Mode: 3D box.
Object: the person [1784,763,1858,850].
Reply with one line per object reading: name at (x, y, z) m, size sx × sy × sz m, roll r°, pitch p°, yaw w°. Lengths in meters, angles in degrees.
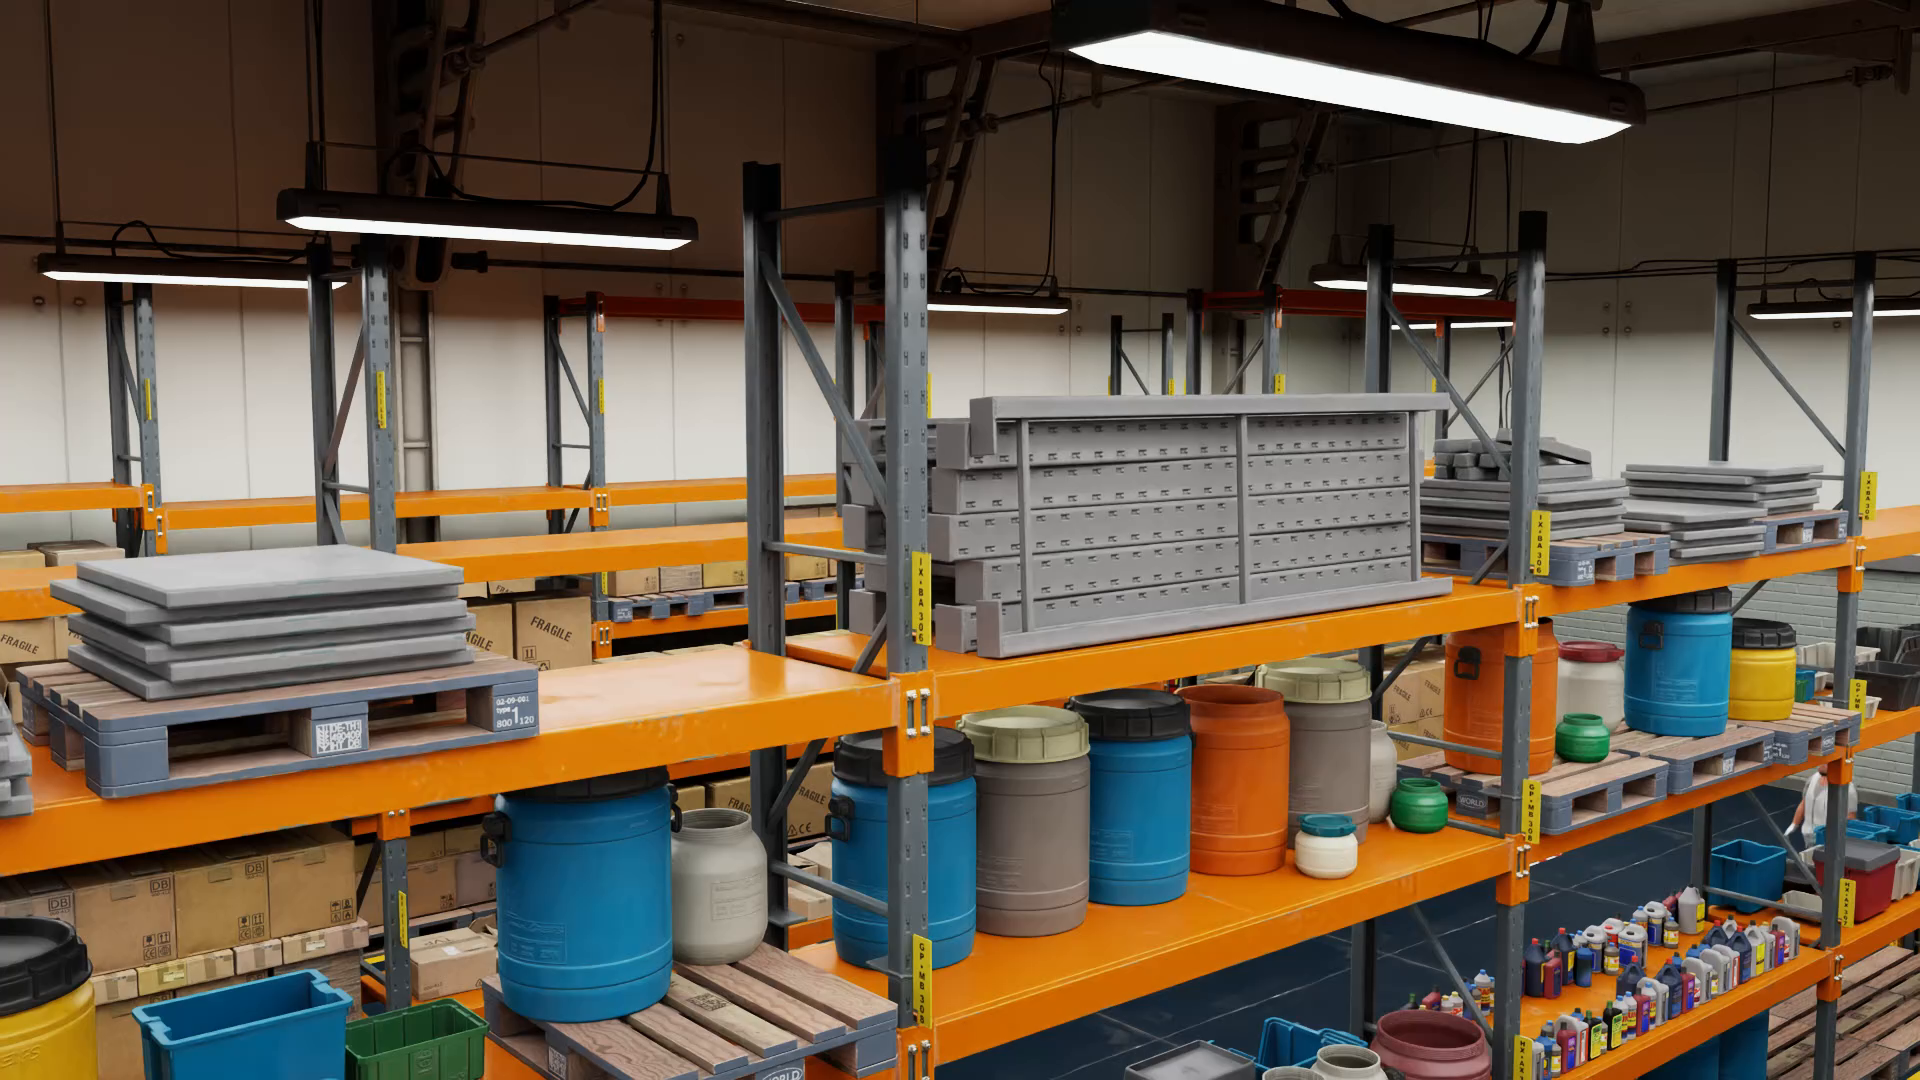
person at (8.109, 2.789, 15.654) m, size 1.071 × 1.745 × 0.642 m, roll -2°, pitch 6°, yaw -18°
